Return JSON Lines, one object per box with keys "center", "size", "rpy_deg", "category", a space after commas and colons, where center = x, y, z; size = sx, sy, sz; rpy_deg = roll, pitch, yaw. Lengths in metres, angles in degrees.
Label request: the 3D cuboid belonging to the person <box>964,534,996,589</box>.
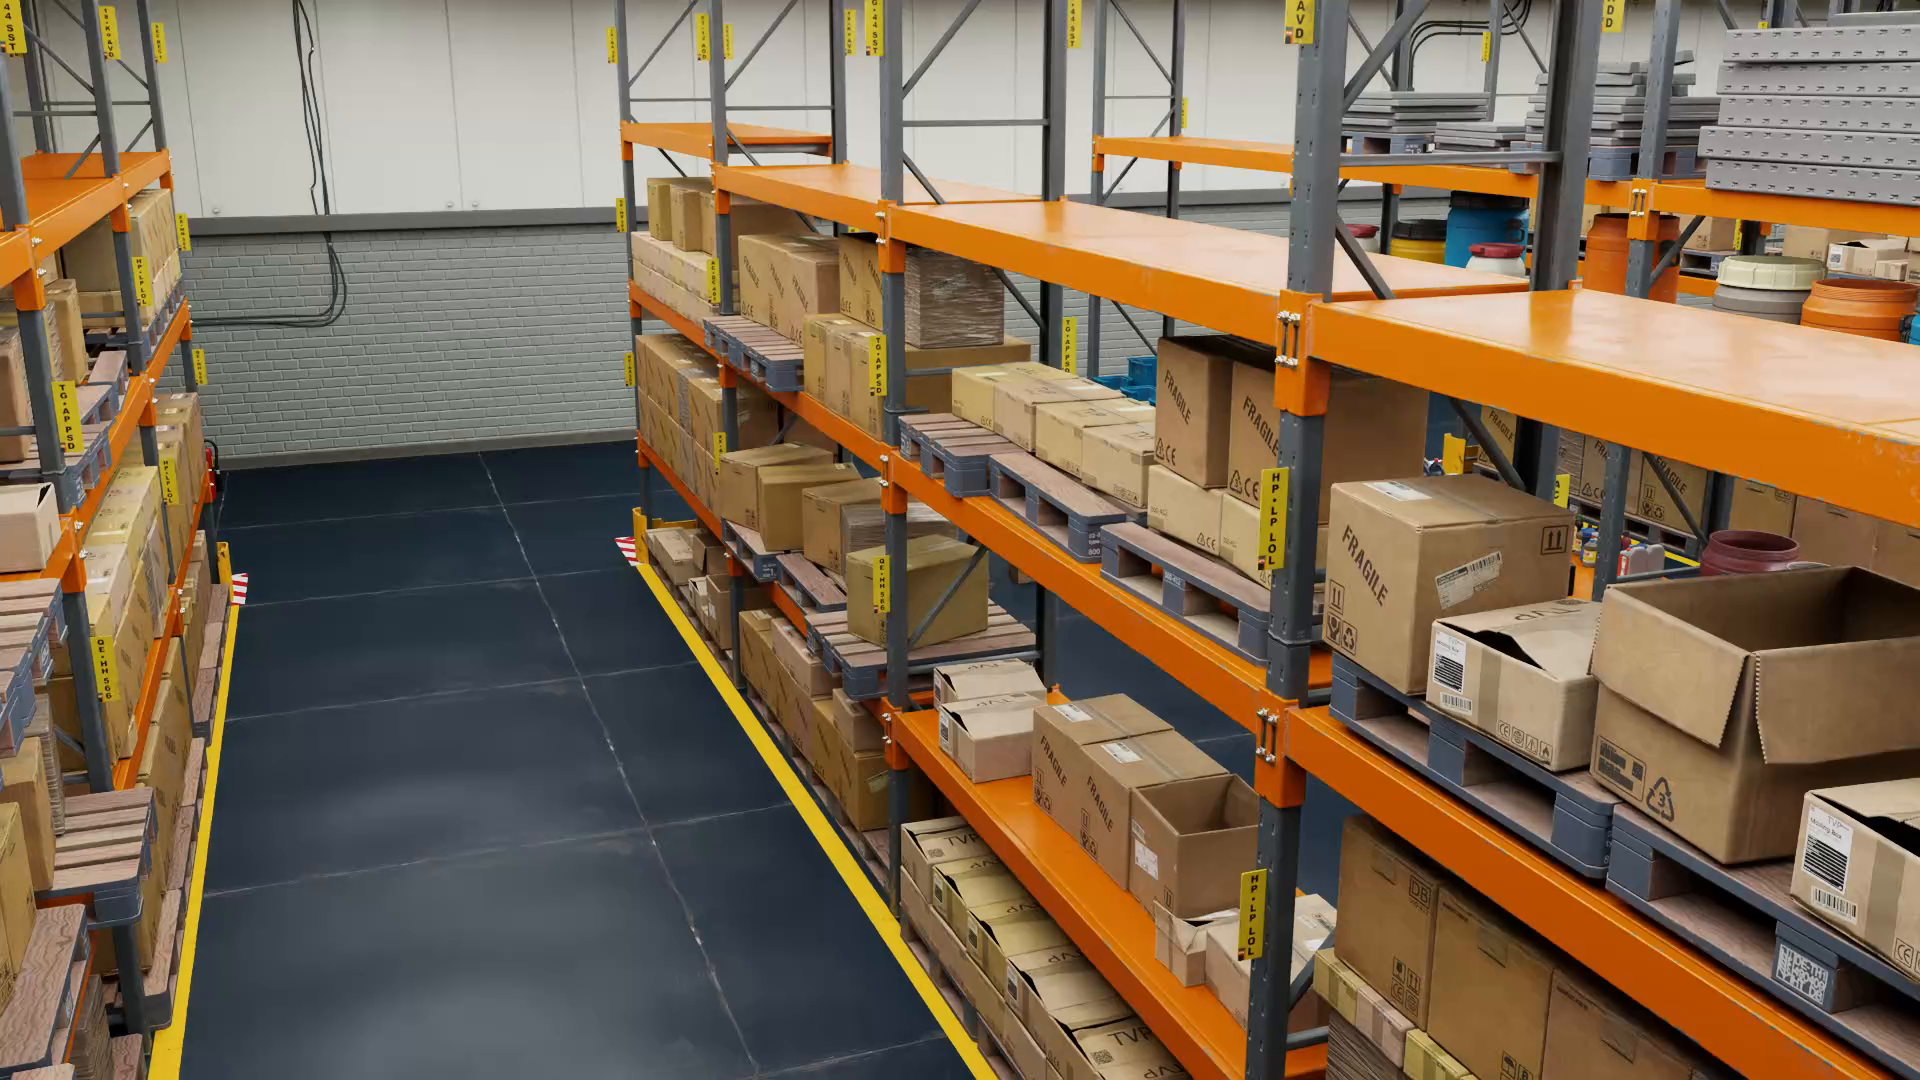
{"center": [0.167, -0.368, 15.865], "size": [0.303, 1.663, 0.437], "rpy_deg": [-5, 17, -19], "category": "person"}
